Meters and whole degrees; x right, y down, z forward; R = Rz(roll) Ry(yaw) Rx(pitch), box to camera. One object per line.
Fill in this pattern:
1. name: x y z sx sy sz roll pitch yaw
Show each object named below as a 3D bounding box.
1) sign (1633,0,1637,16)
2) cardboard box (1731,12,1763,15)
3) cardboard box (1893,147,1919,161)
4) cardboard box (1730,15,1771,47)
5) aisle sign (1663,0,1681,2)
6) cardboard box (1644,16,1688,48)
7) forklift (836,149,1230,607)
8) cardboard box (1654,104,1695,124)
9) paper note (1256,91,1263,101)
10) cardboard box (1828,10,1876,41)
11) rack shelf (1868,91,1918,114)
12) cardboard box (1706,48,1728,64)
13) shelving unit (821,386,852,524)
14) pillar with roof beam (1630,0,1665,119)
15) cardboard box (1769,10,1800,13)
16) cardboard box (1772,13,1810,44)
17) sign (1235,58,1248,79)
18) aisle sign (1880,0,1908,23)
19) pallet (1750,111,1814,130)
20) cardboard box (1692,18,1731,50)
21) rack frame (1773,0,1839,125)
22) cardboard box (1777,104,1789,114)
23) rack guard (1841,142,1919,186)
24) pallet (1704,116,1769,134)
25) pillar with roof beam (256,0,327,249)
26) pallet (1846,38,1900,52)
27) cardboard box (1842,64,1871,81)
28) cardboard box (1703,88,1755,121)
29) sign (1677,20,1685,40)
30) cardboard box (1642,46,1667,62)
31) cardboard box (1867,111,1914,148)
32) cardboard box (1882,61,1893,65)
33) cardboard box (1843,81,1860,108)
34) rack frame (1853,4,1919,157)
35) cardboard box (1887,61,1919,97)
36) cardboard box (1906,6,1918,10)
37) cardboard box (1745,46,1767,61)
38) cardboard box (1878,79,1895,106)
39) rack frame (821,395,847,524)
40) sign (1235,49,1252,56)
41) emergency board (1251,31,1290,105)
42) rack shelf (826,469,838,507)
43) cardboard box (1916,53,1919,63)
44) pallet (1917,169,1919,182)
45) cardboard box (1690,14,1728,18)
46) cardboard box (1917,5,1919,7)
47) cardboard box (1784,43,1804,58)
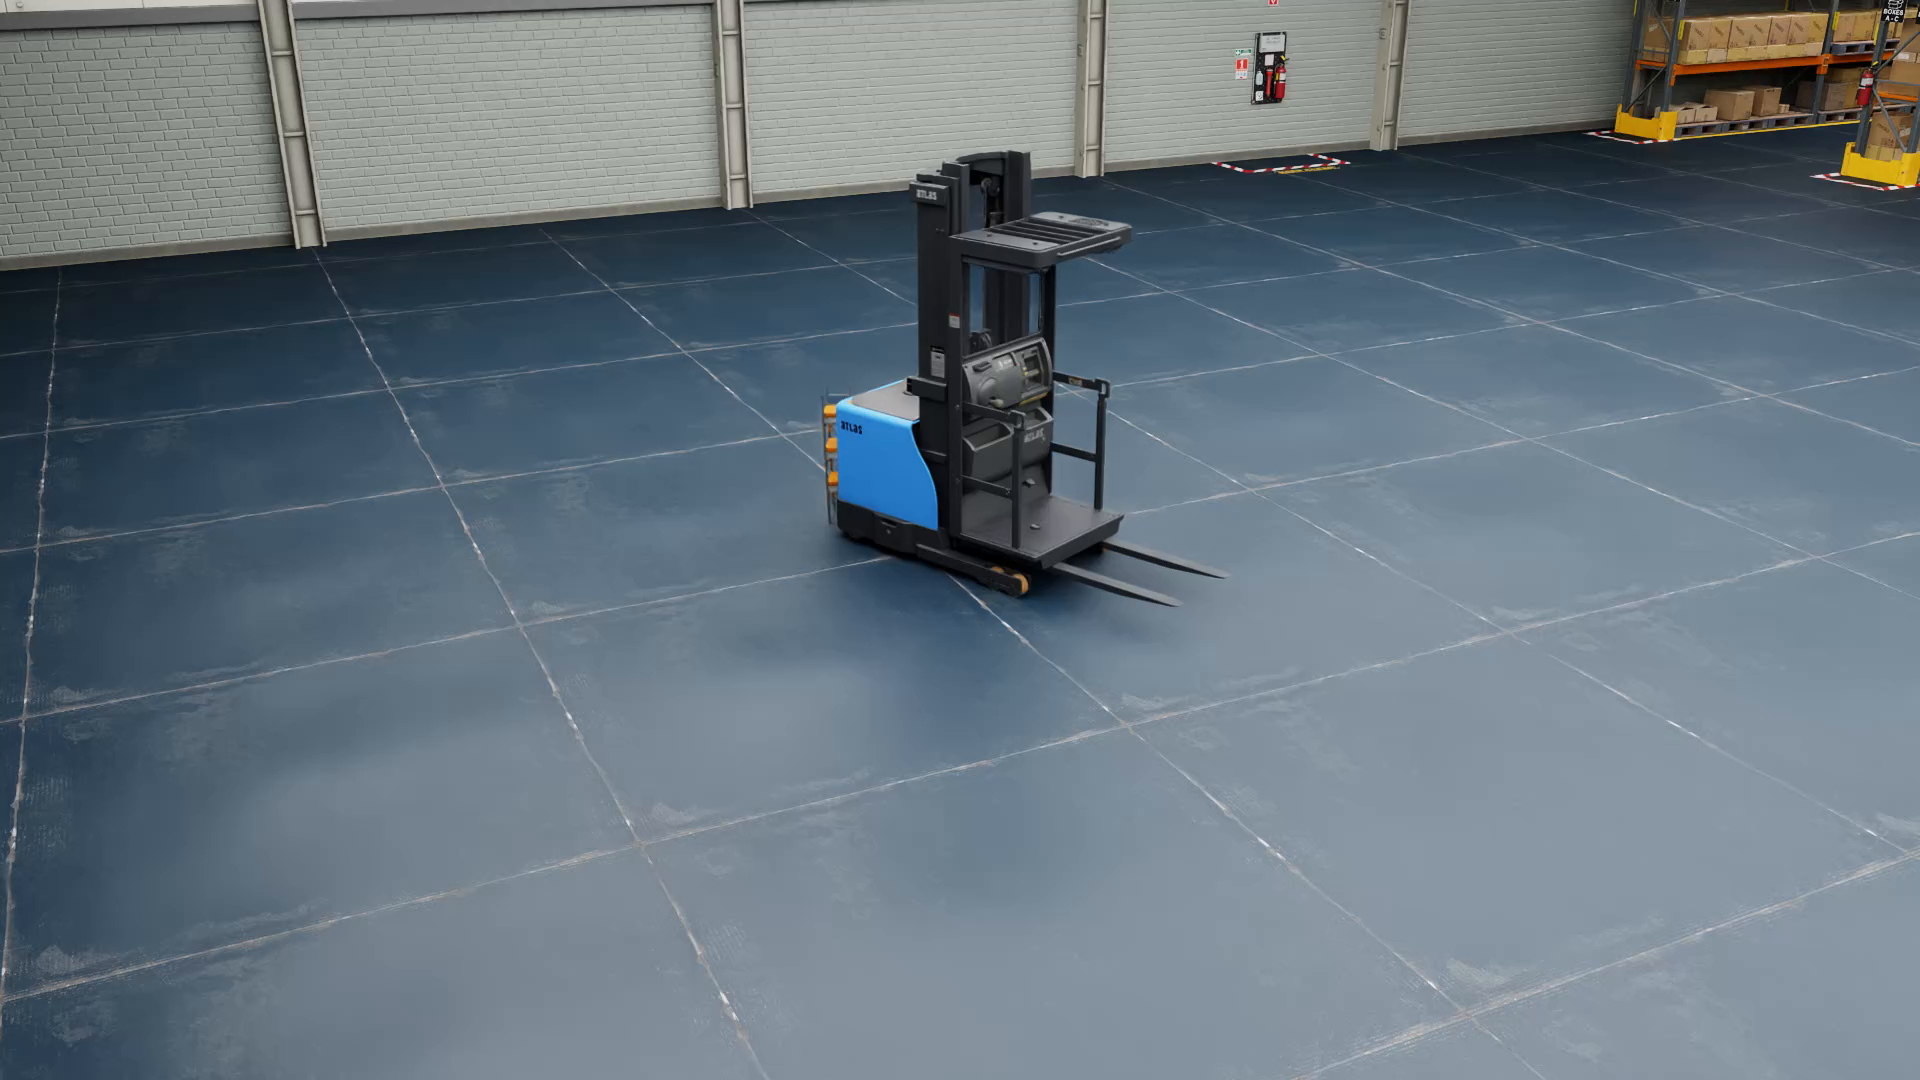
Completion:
1. sign: 12.432 -9.784 30.537 0.005 0.325 0.100 -10 25 -24
2. cardboard box: 14.826 -9.687 31.420 0.500 0.500 0.500 -10 24 -22
3. cardboard box: 15.386 -6.138 26.702 0.500 0.250 0.500 -10 25 -24
4. cardboard box: 14.593 -9.422 30.780 0.500 0.500 0.500 -10 24 -22
5. aisle sign: 12.720 -9.994 29.573 0.004 0.787 0.394 -10 25 -24
6. cardboard box: 12.987 -9.346 30.597 0.500 0.500 0.500 -11 25 -24
7. forklift: 0.507 -1.176 11.758 3.031 2.935 1.130 18 28 36
8. cardboard box: 13.317 -7.953 30.982 0.500 0.311 0.500 -14 26 -30
9. paper note: 5.071 -7.518 28.142 0.142 0.148 0.016 -10 25 -24
10. cardboard box: 17.239 -9.984 32.242 0.500 0.500 0.700 -8 24 -18
11. rack shelf: 16.609 -7.201 27.166 4.000 0.370 1.077 -10 25 -24
12. cardboard box: 13.694 -8.911 30.525 0.500 0.250 0.500 -11 25 -25
13. shelving unit: -0.935 -0.660 12.965 0.215 1.050 0.252 0 22 5
14. pillar with roof beam: 14.777 -10.611 26.618 0.400 9.000 9.100 -10 25 -24
15. cardboard box: 15.745 -9.852 31.819 0.500 0.500 0.500 -11 25 -25
16. cardboard box: 15.520 -9.589 31.182 0.500 0.500 0.500 -11 25 -24
17. sign: 4.718 -7.891 27.844 0.234 0.329 0.001 -10 25 -24
18. aisle sign: 14.620 -8.493 25.948 0.004 0.787 0.394 -10 25 -24
19. pallet: 15.669 -8.160 32.187 1.213 0.211 1.003 -10 25 -24
20. cardboard box: 13.665 -9.249 30.362 0.500 0.500 0.500 -10 25 -23
21. rack frame: 16.259 -9.572 31.952 0.127 3.000 1.000 -10 25 -24
22. cardboard box: 15.790 -8.367 32.171 0.250 0.166 0.380 -14 26 -30
23. rack guard: 14.785 -6.043 26.695 0.348 0.500 1.175 -10 25 -24
24. pallet: 14.568 -7.956 31.694 1.213 0.211 1.003 -10 25 -24
25. pillar with roof beam: -6.848 -6.630 17.001 0.400 9.000 9.100 -10 25 -24
26. pallet: 18.097 -9.804 32.764 1.213 0.211 1.003 -10 25 -24
27. cardboard box: 17.777 -9.256 32.902 0.500 0.250 0.500 -11 25 -25
28. cardboard box: 14.514 -8.240 31.426 0.500 0.500 0.700 -12 25 -27
29. sign: 12.890 -9.121 29.732 0.005 0.325 0.100 -10 25 -24
30. cardboard box: 12.992 -8.993 30.723 0.500 0.250 0.500 -10 25 -23
31. cardboard box: 15.161 -6.663 26.991 0.500 0.500 0.500 -10 25 -24
32. cardboard box: 18.696 -9.420 33.297 0.500 0.250 0.500 -10 24 -23
33. cardboard box: 17.359 -8.851 32.904 0.500 0.500 0.700 -11 25 -25
34. rack frame: 14.806 -7.202 26.227 0.127 3.000 1.000 -10 25 -24
35. cardboard box: 15.233 -7.321 26.384 0.500 0.500 0.700 -10 25 -24
36. cardboard box: 18.952 -10.302 33.009 0.500 0.500 0.700 -13 26 -29
37. cardboard box: 14.612 -9.077 30.925 0.500 0.250 0.500 -10 25 -23
38. cardboard box: 18.287 -9.009 33.285 0.500 0.500 0.700 -11 25 -24
39. rack frame: -0.945 -0.614 12.852 0.200 1.050 0.008 0 22 5
40. sign: 4.726 -8.134 27.738 0.331 0.109 0.001 -10 25 -24
41. emergency board: 5.261 -7.931 27.987 0.643 1.169 0.194 -10 25 -24
42. rack shelf: -0.927 -0.394 13.074 0.215 0.259 0.240 0 22 5
43. cardboard box: 15.253 -7.539 26.061 0.250 0.149 0.380 -11 25 -24
44. pallet: 15.477 -6.055 27.101 1.213 0.211 1.003 -10 25 -24
45. cardboard box: 13.909 -9.514 31.001 0.500 0.500 0.500 -11 25 -25
46. cardboard box: 19.282 -10.659 33.023 0.250 0.149 0.380 -15 27 -32
47. cardboard box: 15.511 -9.249 31.342 0.500 0.250 0.500 -10 25 -23
